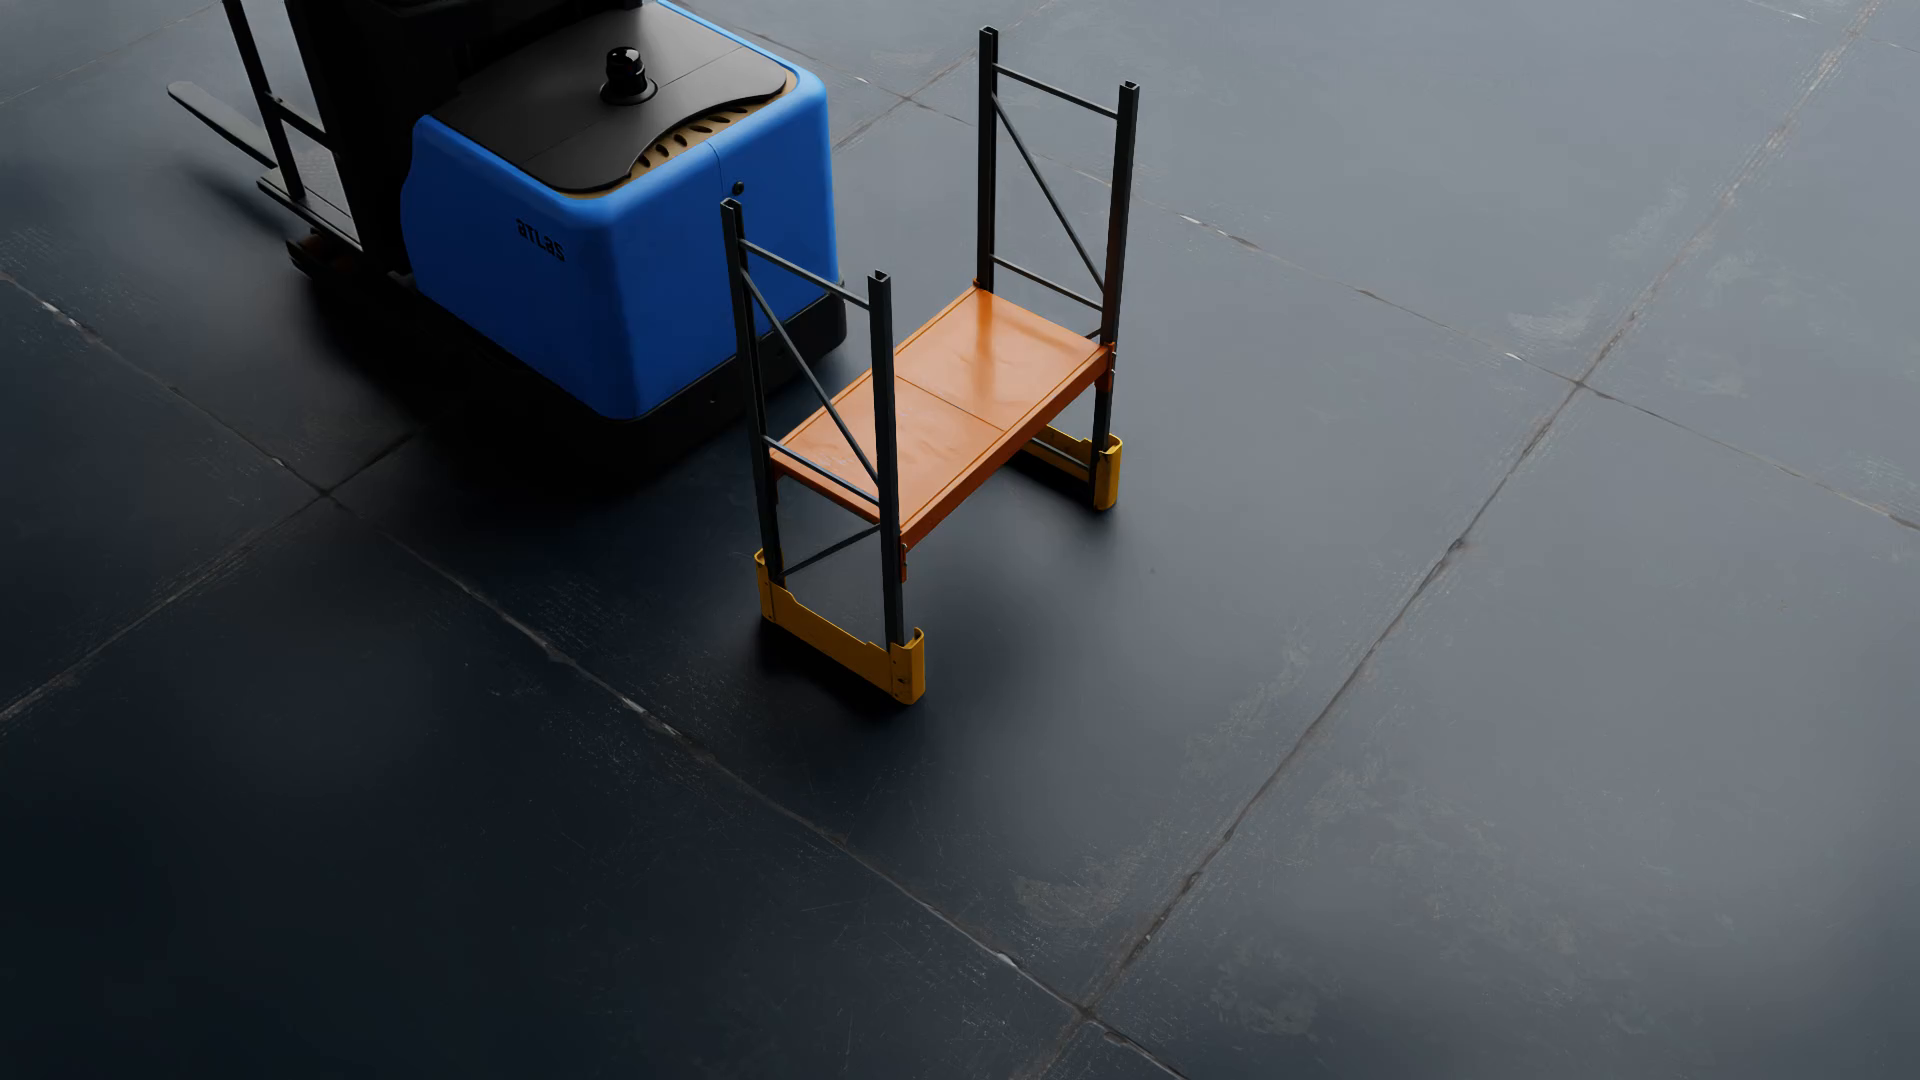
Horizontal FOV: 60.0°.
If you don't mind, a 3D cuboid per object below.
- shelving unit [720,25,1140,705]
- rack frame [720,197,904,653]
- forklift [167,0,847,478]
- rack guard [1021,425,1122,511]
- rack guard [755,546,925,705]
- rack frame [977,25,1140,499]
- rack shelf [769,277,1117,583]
[{"bbox_3d":[-0.047,-0.474,4.666,0.587,1.500,1.083,29,53,25],"label":"shelving unit"},{"bbox_3d":[-0.363,-0.178,4.383,0.500,1.500,0.032,29,53,25],"label":"rack frame"},{"bbox_3d":[-1.836,-2.137,5.264,3.031,2.935,1.130,33,54,27],"label":"forklift"},{"bbox_3d":[0.258,-0.328,5.390,0.587,0.250,0.087,29,53,25],"label":"rack guard"},{"bbox_3d":[-0.351,0.242,4.846,0.587,0.250,0.087,29,53,25],"label":"rack guard"},{"bbox_3d":[0.259,-0.760,4.939,0.500,1.500,0.032,29,53,25],"label":"rack frame"},{"bbox_3d":[-0.052,-0.345,4.791,0.538,0.185,1.000,29,53,25],"label":"rack shelf"}]
